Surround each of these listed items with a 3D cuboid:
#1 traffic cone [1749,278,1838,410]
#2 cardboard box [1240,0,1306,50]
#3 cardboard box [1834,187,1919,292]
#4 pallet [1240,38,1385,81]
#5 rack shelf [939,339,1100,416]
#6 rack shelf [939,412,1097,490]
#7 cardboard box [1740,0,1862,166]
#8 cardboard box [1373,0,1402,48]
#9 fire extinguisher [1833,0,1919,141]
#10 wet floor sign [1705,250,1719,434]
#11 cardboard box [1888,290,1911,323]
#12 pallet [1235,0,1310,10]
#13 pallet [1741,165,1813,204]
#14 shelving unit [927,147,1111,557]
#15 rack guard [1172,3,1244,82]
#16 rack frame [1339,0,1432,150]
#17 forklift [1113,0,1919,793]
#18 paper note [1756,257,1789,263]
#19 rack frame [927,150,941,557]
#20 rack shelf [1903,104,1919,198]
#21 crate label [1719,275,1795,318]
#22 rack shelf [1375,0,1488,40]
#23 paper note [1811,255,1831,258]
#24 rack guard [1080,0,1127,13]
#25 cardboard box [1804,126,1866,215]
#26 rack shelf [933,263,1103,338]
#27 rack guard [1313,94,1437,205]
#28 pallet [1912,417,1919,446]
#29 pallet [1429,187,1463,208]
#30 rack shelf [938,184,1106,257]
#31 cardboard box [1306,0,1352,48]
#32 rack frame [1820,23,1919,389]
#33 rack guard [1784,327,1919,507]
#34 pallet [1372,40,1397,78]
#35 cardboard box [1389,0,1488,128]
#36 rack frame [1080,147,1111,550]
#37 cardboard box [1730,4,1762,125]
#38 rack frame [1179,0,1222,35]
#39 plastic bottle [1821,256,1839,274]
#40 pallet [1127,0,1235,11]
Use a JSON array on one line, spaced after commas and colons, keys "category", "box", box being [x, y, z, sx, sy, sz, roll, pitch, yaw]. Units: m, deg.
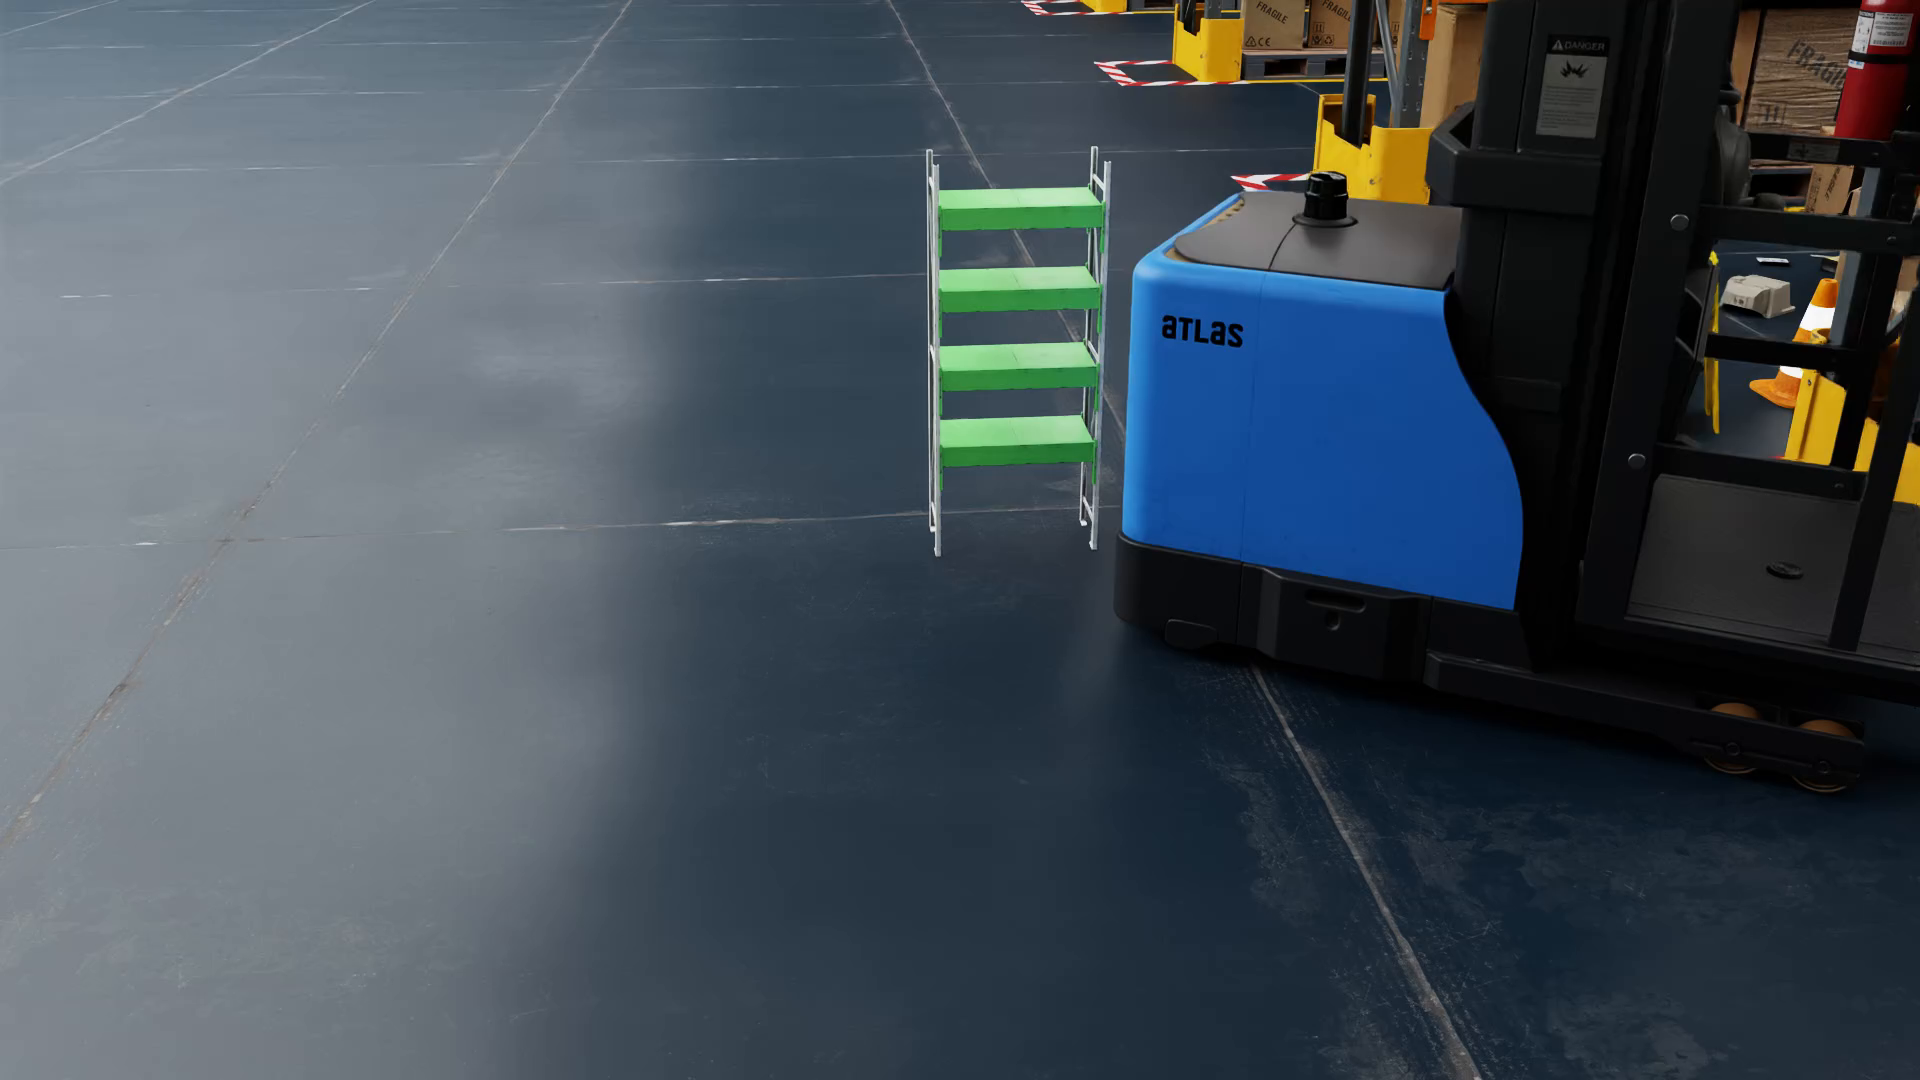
[{"category": "traffic cone", "box": [3.312, -0.778, 6.431, 0.334, 0.463, 0.336, -2, 24, -5]}, {"category": "cardboard box", "box": [2.660, -4.472, 14.179, 0.500, 0.500, 0.500, 2, 24, 5]}, {"category": "cardboard box", "box": [4.510, -1.351, 7.671, 0.797, 0.503, 0.637, 22, 32, 40]}, {"category": "pallet", "box": [2.924, -4.151, 14.330, 1.213, 0.211, 1.003, -2, 24, -5]}, {"category": "rack shelf", "box": [0.165, -0.496, 5.047, 0.480, 0.148, 0.258, -2, 24, -5]}, {"category": "rack shelf", "box": [0.165, -0.277, 5.145, 0.480, 0.148, 0.258, -2, 24, -5]}, {"category": "cardboard box", "box": [4.875, -2.742, 9.824, 0.875, 0.875, 0.875, -2, 24, -5]}, {"category": "cardboard box", "box": [3.876, -4.527, 14.303, 0.500, 0.500, 0.500, 0, 24, 0]}, {"category": "fire extinguisher", "box": [2.852, -1.545, 5.128, 0.183, 0.674, 0.296, -2, 24, -5]}, {"category": "wet floor sign", "box": [2.717, -0.748, 6.138, 0.232, 0.644, 0.267, 6, 25, 13]}, {"category": "cardboard box", "box": [4.116, -0.965, 7.237, 0.250, 0.149, 0.380, 10, 26, 22]}, {"category": "pallet", "box": [3.641, -6.232, 19.011, 1.213, 0.211, 1.003, -2, 24, -5]}, {"category": "pallet", "box": [4.423, -2.232, 10.012, 1.213, 0.211, 1.003, -2, 24, -5]}, {"category": "shelving unit", "box": [0.165, -0.555, 5.021, 0.503, 1.200, 0.258, -2, 24, -5]}, {"category": "rack guard", "box": [2.112, -4.265, 14.230, 0.348, 0.500, 1.175, -2, 24, -5]}, {"category": "rack frame", "box": [2.424, -3.395, 9.196, 0.127, 3.000, 1.000, -2, 24, -5]}, {"category": "forklift", "box": [1.987, -0.991, 3.872, 3.031, 2.935, 1.130, 11, 26, 23]}, {"category": "paper note", "box": [4.110, -1.413, 8.393, 0.142, 0.017, 0.144, 6, 25, 13]}, {"category": "rack frame", "box": [-0.078, -0.545, 4.999, 0.015, 1.200, 0.240, -2, 24, -5]}, {"category": "rack shelf", "box": [5.001, -1.150, 5.030, 4.000, 0.370, 1.077, -2, 24, -5]}, {"category": "crate label", "box": [3.641, -1.121, 7.603, 0.298, 0.136, 0.250, -16, 29, -32]}, {"category": "rack shelf", "box": [4.414, -3.147, 9.522, 4.000, 0.370, 1.077, -2, 24, -5]}, {"category": "paper note", "box": [4.415, -1.448, 8.495, 0.123, 0.001, 0.032, 10, 26, 22]}, {"category": "rack guard", "box": [1.621, -6.286, 18.777, 0.348, 0.500, 1.175, -2, 24, -5]}, {"category": "cardboard box", "box": [4.960, -1.937, 8.990, 0.500, 0.500, 0.500, 2, 24, 4]}, {"category": "rack shelf", "box": [0.165, -0.716, 4.950, 0.480, 0.148, 0.258, -2, 24, -5]}, {"category": "rack guard", "box": [2.400, -2.252, 9.702, 0.348, 0.500, 1.175, -2, 24, -5]}, {"category": "pallet", "box": [3.898, -0.146, 5.318, 1.213, 0.211, 1.003, -2, 24, -5]}, {"category": "pallet", "box": [3.212, -2.185, 9.905, 1.213, 0.211, 1.003, -2, 24, -5]}, {"category": "rack shelf", "box": [0.165, -0.935, 4.852, 0.480, 0.148, 0.258, -2, 24, -5]}, {"category": "cardboard box", "box": [3.251, -4.510, 14.264, 0.500, 0.500, 0.500, 4, 24, 9]}, {"category": "rack frame", "box": [3.011, -1.399, 4.704, 0.127, 3.000, 1.000, -2, 24, -5]}, {"category": "rack guard", "box": [3.086, -0.260, 5.218, 0.348, 0.500, 1.175, -2, 24, -5]}, {"category": "pallet", "box": [4.136, -4.199, 14.436, 1.213, 0.211, 1.003, -2, 24, -5]}, {"category": "cardboard box", "box": [3.092, -2.670, 9.663, 0.875, 0.875, 0.875, -2, 24, -5]}, {"category": "rack frame", "box": [0.408, -0.565, 5.043, 0.015, 1.200, 0.240, -2, 24, -5]}, {"category": "cardboard box", "box": [3.967, -2.706, 9.744, 0.875, 0.875, 0.875, -3, 24, -6]}, {"category": "rack frame", "box": [2.037, -5.404, 13.716, 0.127, 3.000, 1.000, -2, 24, -5]}, {"category": "plastic bottle", "box": [4.432, -1.373, 8.265, 0.283, 0.061, 0.133, -11, 26, -23]}, {"category": "pallet", "box": [2.430, -6.184, 18.904, 1.213, 0.211, 1.003, -2, 24, -5]}]
